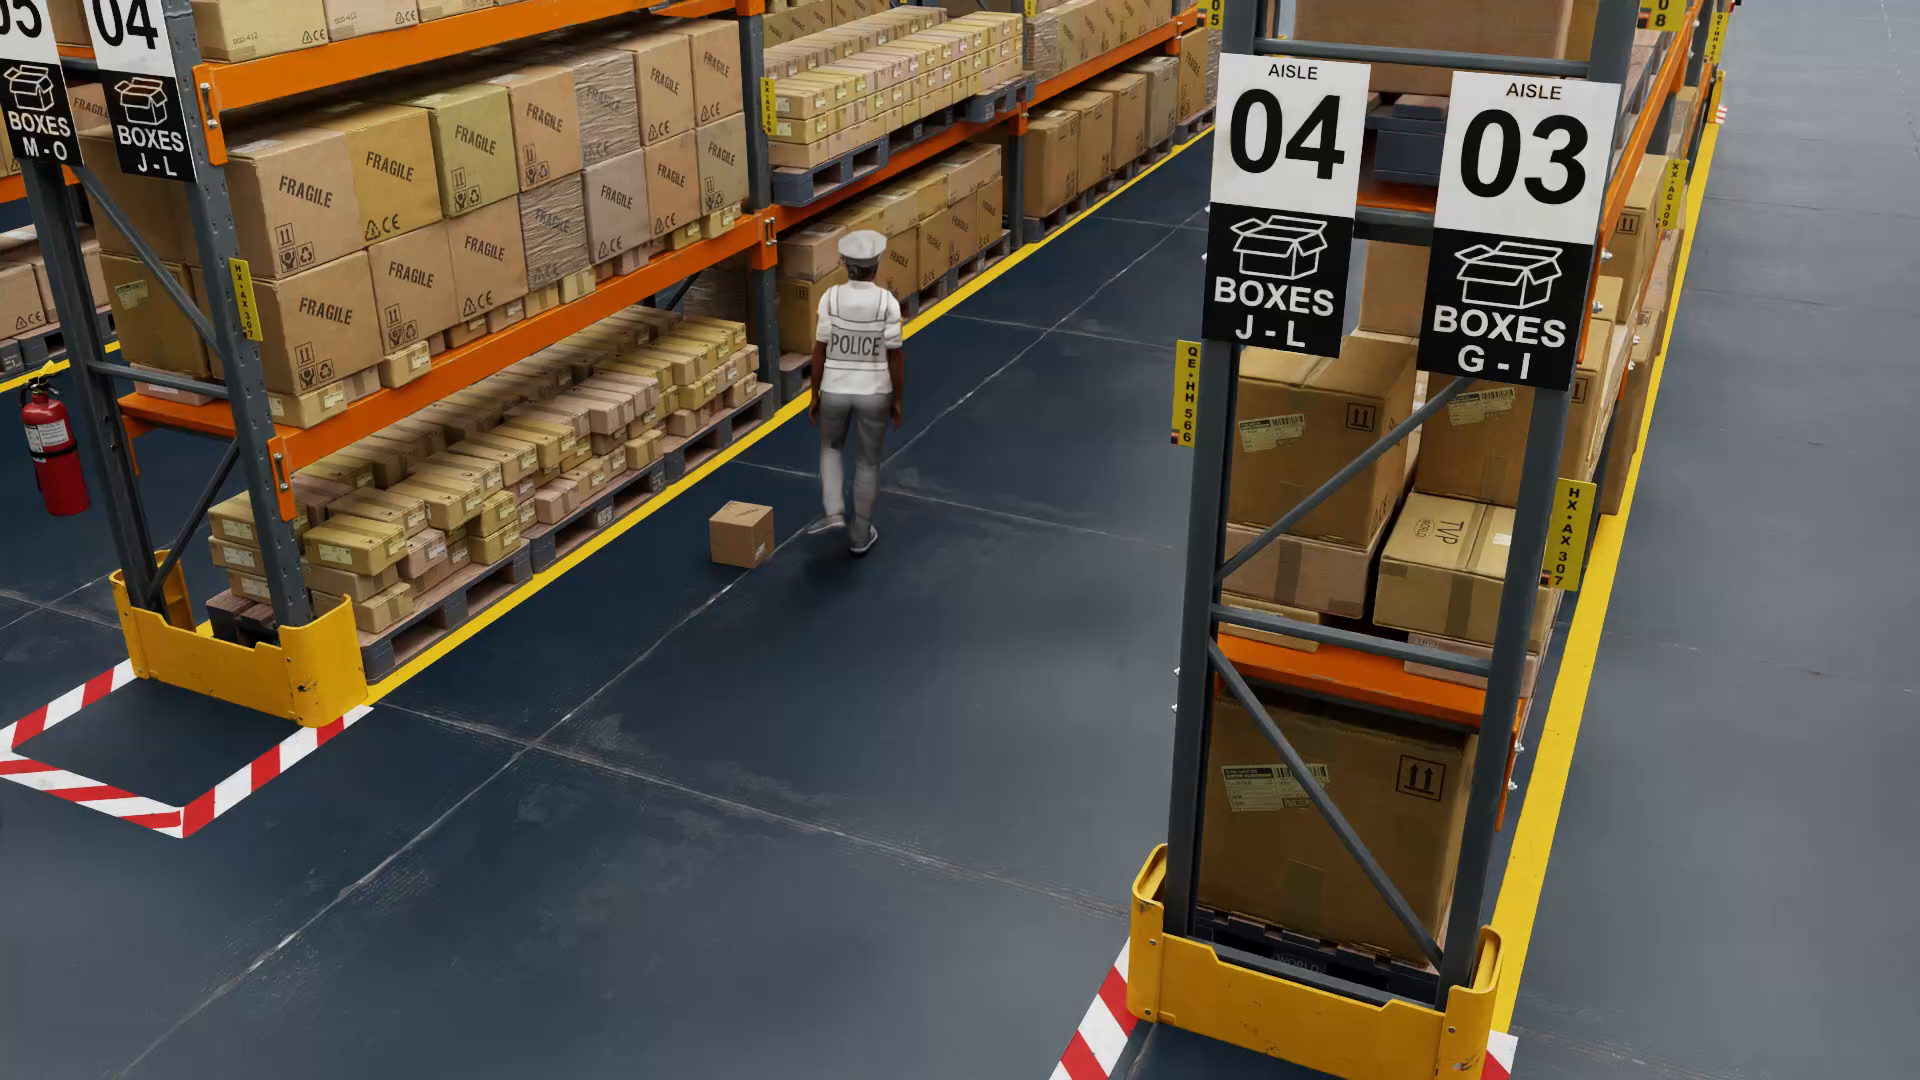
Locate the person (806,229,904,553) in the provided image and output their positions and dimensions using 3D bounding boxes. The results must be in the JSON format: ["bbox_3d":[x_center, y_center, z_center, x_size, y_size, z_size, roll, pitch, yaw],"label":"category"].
[{"bbox_3d":[-0.547,-0.726,8.551,0.522,1.672,0.481,1,26,3],"label":"person"}]
